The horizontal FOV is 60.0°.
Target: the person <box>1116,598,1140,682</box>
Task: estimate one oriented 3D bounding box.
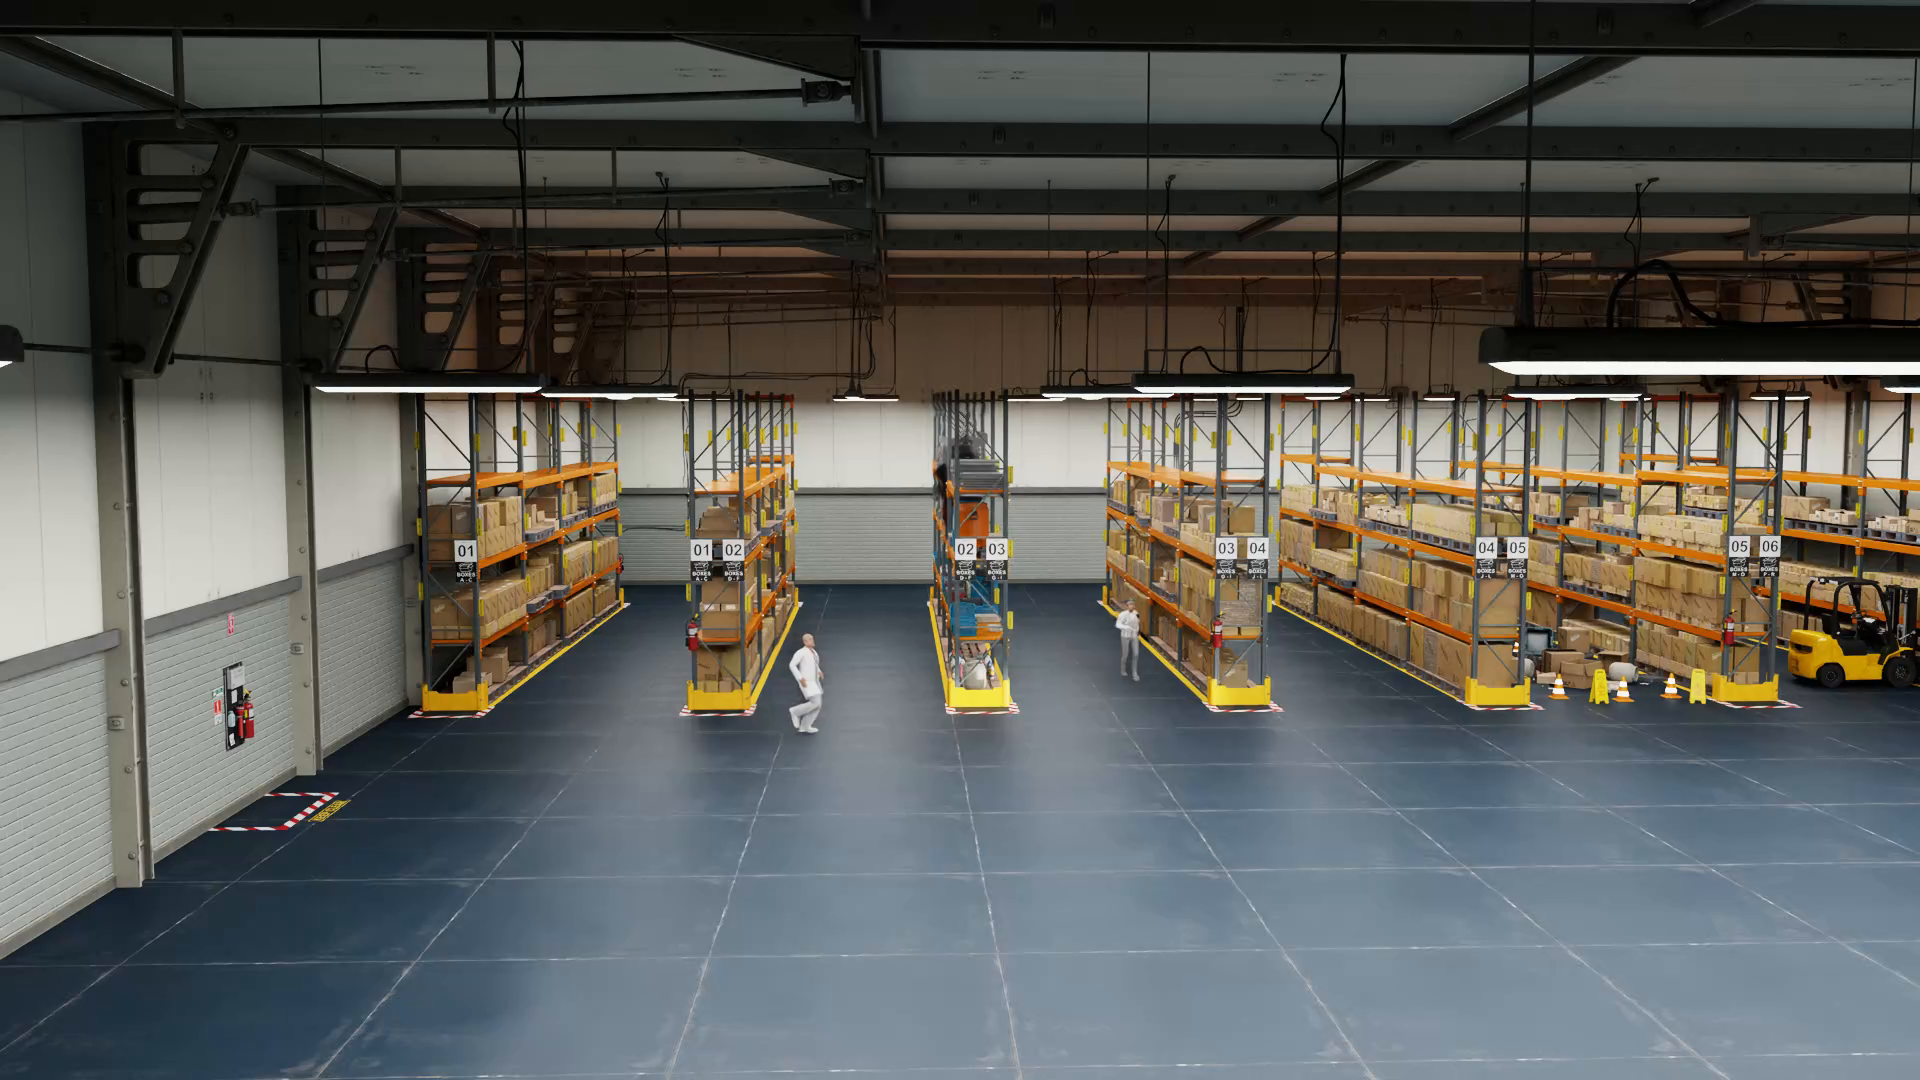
[{"bbox_3d":[3.515,2.056,34.652,0.596,1.739,0.764,-1,5,-12],"label":"person"}]

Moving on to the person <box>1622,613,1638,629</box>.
[{"bbox_3d":[16.559,1.486,41.023,0.672,1.755,0.928,-1,5,-10],"label":"person"}]

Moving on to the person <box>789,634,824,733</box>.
[{"bbox_3d":[-2.641,2.528,29.037,0.592,1.645,0.716,2,5,18],"label":"person"}]
